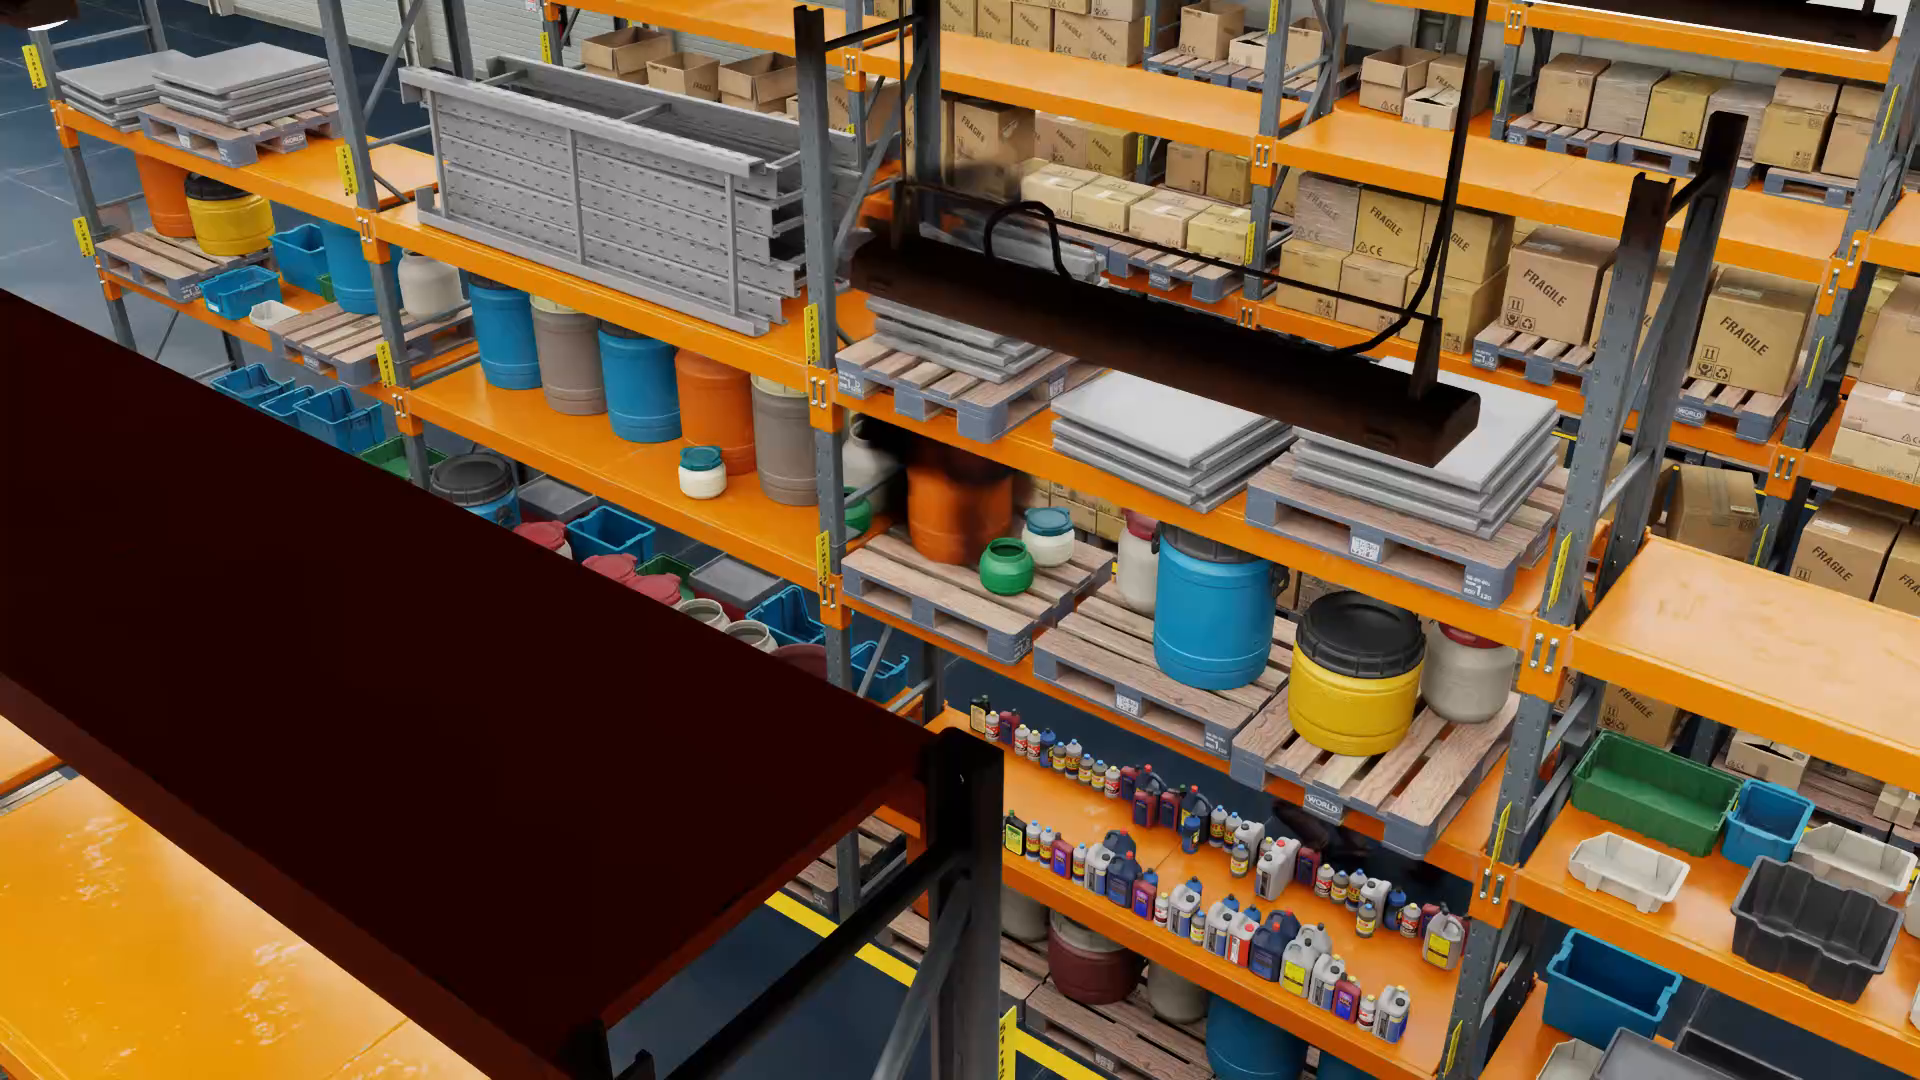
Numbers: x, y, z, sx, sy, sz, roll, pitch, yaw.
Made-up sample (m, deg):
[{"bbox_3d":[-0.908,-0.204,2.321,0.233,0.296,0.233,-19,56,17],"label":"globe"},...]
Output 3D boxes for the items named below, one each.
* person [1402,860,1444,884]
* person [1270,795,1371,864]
[{"bbox_3d":[3.040,1.638,11.154,0.625,1.507,0.601,23,38,32],"label":"person"},{"bbox_3d":[2.416,1.494,11.262,0.901,1.619,0.659,11,33,18],"label":"person"}]
